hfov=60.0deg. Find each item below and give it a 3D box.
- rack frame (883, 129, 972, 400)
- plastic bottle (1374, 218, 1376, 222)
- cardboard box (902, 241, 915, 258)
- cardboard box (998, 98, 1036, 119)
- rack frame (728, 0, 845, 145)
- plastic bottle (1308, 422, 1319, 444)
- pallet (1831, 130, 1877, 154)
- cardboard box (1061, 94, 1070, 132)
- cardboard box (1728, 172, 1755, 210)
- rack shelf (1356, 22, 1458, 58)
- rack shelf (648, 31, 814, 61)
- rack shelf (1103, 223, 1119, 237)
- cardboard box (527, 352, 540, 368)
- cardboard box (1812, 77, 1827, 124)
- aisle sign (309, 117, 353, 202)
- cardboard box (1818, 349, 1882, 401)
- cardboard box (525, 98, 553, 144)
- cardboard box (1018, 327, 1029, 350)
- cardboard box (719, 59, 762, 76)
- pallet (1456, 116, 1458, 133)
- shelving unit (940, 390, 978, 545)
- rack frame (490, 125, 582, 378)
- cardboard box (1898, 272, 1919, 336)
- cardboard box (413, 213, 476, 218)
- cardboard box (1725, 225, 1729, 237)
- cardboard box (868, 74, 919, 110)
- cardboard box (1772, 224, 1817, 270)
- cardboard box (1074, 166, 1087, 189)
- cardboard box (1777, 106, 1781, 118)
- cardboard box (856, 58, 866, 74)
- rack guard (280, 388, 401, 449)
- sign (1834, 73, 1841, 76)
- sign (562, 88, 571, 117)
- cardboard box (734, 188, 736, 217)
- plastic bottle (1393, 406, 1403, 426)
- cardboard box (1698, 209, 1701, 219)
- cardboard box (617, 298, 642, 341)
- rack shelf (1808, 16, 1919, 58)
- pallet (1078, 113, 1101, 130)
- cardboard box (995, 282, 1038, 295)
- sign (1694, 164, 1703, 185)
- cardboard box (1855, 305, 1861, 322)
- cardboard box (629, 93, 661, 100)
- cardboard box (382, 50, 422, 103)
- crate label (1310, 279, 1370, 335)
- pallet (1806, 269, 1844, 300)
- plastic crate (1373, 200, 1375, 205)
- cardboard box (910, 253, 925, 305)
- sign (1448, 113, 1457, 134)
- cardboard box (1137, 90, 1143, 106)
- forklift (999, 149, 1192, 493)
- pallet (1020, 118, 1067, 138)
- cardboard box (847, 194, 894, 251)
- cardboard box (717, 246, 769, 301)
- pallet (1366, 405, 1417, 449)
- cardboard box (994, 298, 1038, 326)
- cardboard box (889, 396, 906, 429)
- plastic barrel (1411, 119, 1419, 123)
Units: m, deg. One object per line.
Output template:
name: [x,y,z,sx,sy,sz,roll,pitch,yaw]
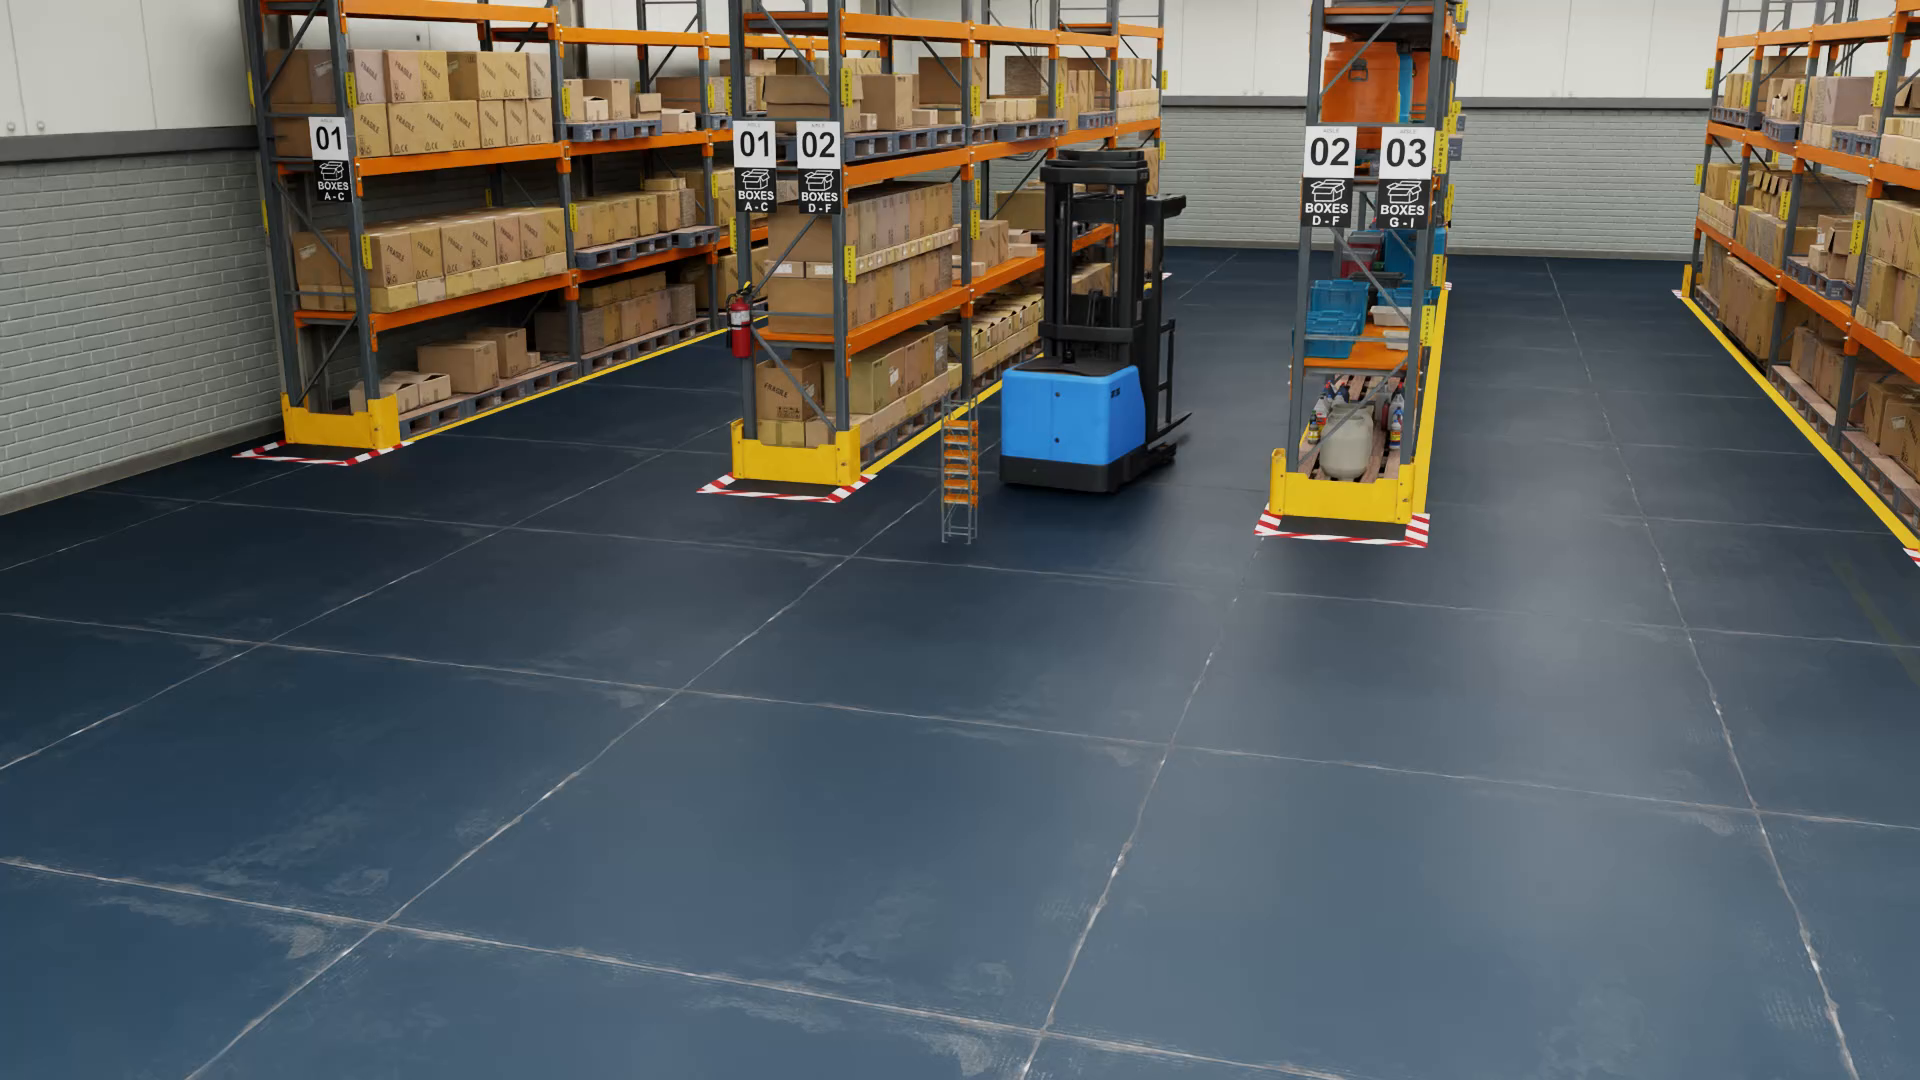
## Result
rack frame: [-0.365,-3.071,18.658,1.000,3.000,0.127,5,16,16]
plastic bottle: [5.726,-4.268,22.970,0.144,0.351,0.185,5,16,16]
cardboard box: [-0.672,-2.941,16.830,0.380,0.149,0.250,5,17,18]
cardboard box: [0.696,-5.567,21.468,0.500,0.250,0.500,3,16,12]
rack frame: [-1.502,-4.910,14.150,1.000,3.000,0.127,5,16,16]
plastic bottle: [3.348,-1.019,15.747,0.097,0.201,0.097,0,16,0]
pallet: [9.701,-4.079,17.060,1.213,0.211,1.003,5,16,16]
cardboard box: [1.008,-5.858,22.807,0.910,0.500,0.500,5,16,16]
cardboard box: [11.279,-4.967,23.700,0.500,0.500,0.500,5,17,17]
rack shelf: [4.951,-5.556,18.479,1.077,0.370,4.000,5,16,16]
rack shelf: [-3.411,-7.371,24.878,1.077,0.370,4.000,5,16,16]
rack shelf: [2.476,-5.341,27.980,1.077,0.370,4.000,5,16,16]
cardboard box: [-5.239,-2.160,19.834,0.380,0.166,0.250,2,16,9]
cardboard box: [9.740,-4.844,18.315,0.500,0.500,0.500,5,17,16]
aisle sign: [-5.985,-3.616,15.816,0.394,0.787,0.004,5,16,16]
cardboard box: [9.639,-1.739,17.739,0.700,0.500,0.500,3,16,11]
cardboard box: [-5.023,-4.803,19.048,0.500,0.500,0.500,5,17,17]
cardboard box: [0.567,-2.573,21.174,0.500,0.250,0.500,5,17,17]
cardboard box: [-3.361,-7.245,25.514,0.500,0.250,0.500,4,16,14]
pallet: [6.208,-5.621,22.499,1.003,0.211,1.213,5,16,16]
shelving unit: [-0.004,-0.573,13.152,0.258,1.200,0.189,5,16,16]
rack frame: [-5.116,-3.454,20.009,1.000,3.000,0.127,5,16,16]
cardboard box: [8.541,-1.985,14.104,0.875,0.500,0.500,5,16,16]
cardboard box: [-5.747,-3.380,18.614,0.500,0.500,0.500,5,17,17]
cardboard box: [11.250,-4.446,23.969,0.380,0.149,0.250,5,17,17]
cardboard box: [-0.761,-4.720,17.766,0.500,0.500,0.500,6,17,20]
cardboard box: [10.171,-3.544,20.145,0.500,0.500,0.500,5,17,18]
cardboard box: [1.804,-5.845,26.424,0.500,0.500,0.500,5,17,16]
cardboard box: [10.838,-5.541,21.561,0.380,0.149,0.250,4,16,14]
cardboard box: [-1.945,-8.095,28.824,0.500,0.500,0.500,4,16,13]
rack guard: [-6.231,-1.225,16.731,1.175,0.500,0.348,5,16,16]
sign: [11.928,-6.198,22.663,0.100,0.325,0.005,5,16,16]
sign: [-4.593,-5.106,19.388,0.100,0.325,0.005,5,16,16]
cardboard box: [-3.438,-4.945,24.500,0.500,0.500,0.500,5,17,18]
plastic bottle: [4.243,-1.157,16.106,0.097,0.271,0.097,0,16,0]
cardboard box: [12.124,-5.253,26.812,0.380,0.149,0.250,5,17,17]
cardboard box: [-4.640,-2.926,21.924,0.700,0.500,0.500,5,17,17]
rack shelf: [9.700,-5.172,17.125,1.077,0.370,4.000,5,16,16]
pallet: [1.364,-6.080,24.114,1.213,0.211,1.003,5,16,16]
cardboard box: [0.812,-3.389,23.556,0.500,0.500,0.500,5,17,18]
sign: [12.011,-5.940,27.043,0.100,0.325,0.005,5,16,16]
cardboard box: [8.782,-2.148,15.865,0.380,0.149,0.250,5,16,16]
cardboard box: [-4.404,-5.831,22.672,0.500,0.500,0.500,5,16,16]
cardboard box: [-5.719,-4.598,16.495,0.500,0.500,0.500,4,16,15]
crate label: [3.510,-2.159,15.378,0.502,0.435,0.616,5,16,16]
pallet: [9.745,-2.735,17.825,1.003,0.211,1.213,5,16,16]
plastic crate: [6.462,-4.948,25.197,0.392,0.384,0.575,5,16,16]
cardboard box: [-0.775,-2.733,17.284,0.700,0.500,0.500,5,17,17]
sign: [6.049,-5.084,20.451,0.100,0.325,0.005,5,16,16]
cardboard box: [2.720,-7.275,27.342,0.500,0.250,0.500,5,16,16]
forklift: [1.441,-2.181,15.648,1.130,2.935,3.031,7,17,24]
pallet: [0.664,-5.285,21.314,1.213,0.211,1.003,5,17,18]
cardboard box: [-1.055,-3.101,16.206,0.700,0.500,0.500,5,16,16]
cardboard box: [-3.389,-4.079,25.383,0.750,0.750,0.750,5,16,16]
pallet: [4.152,-1.172,17.073,1.003,0.211,1.213,5,16,16]
cardboard box: [0.717,-2.974,21.558,0.500,0.311,0.500,4,16,15]
cardboard box: [-0.855,-1.288,16.644,0.500,0.250,0.500,5,16,16]
plastic barrel: [5.498,-5.032,20.360,0.294,0.245,0.294,0,16,0]
